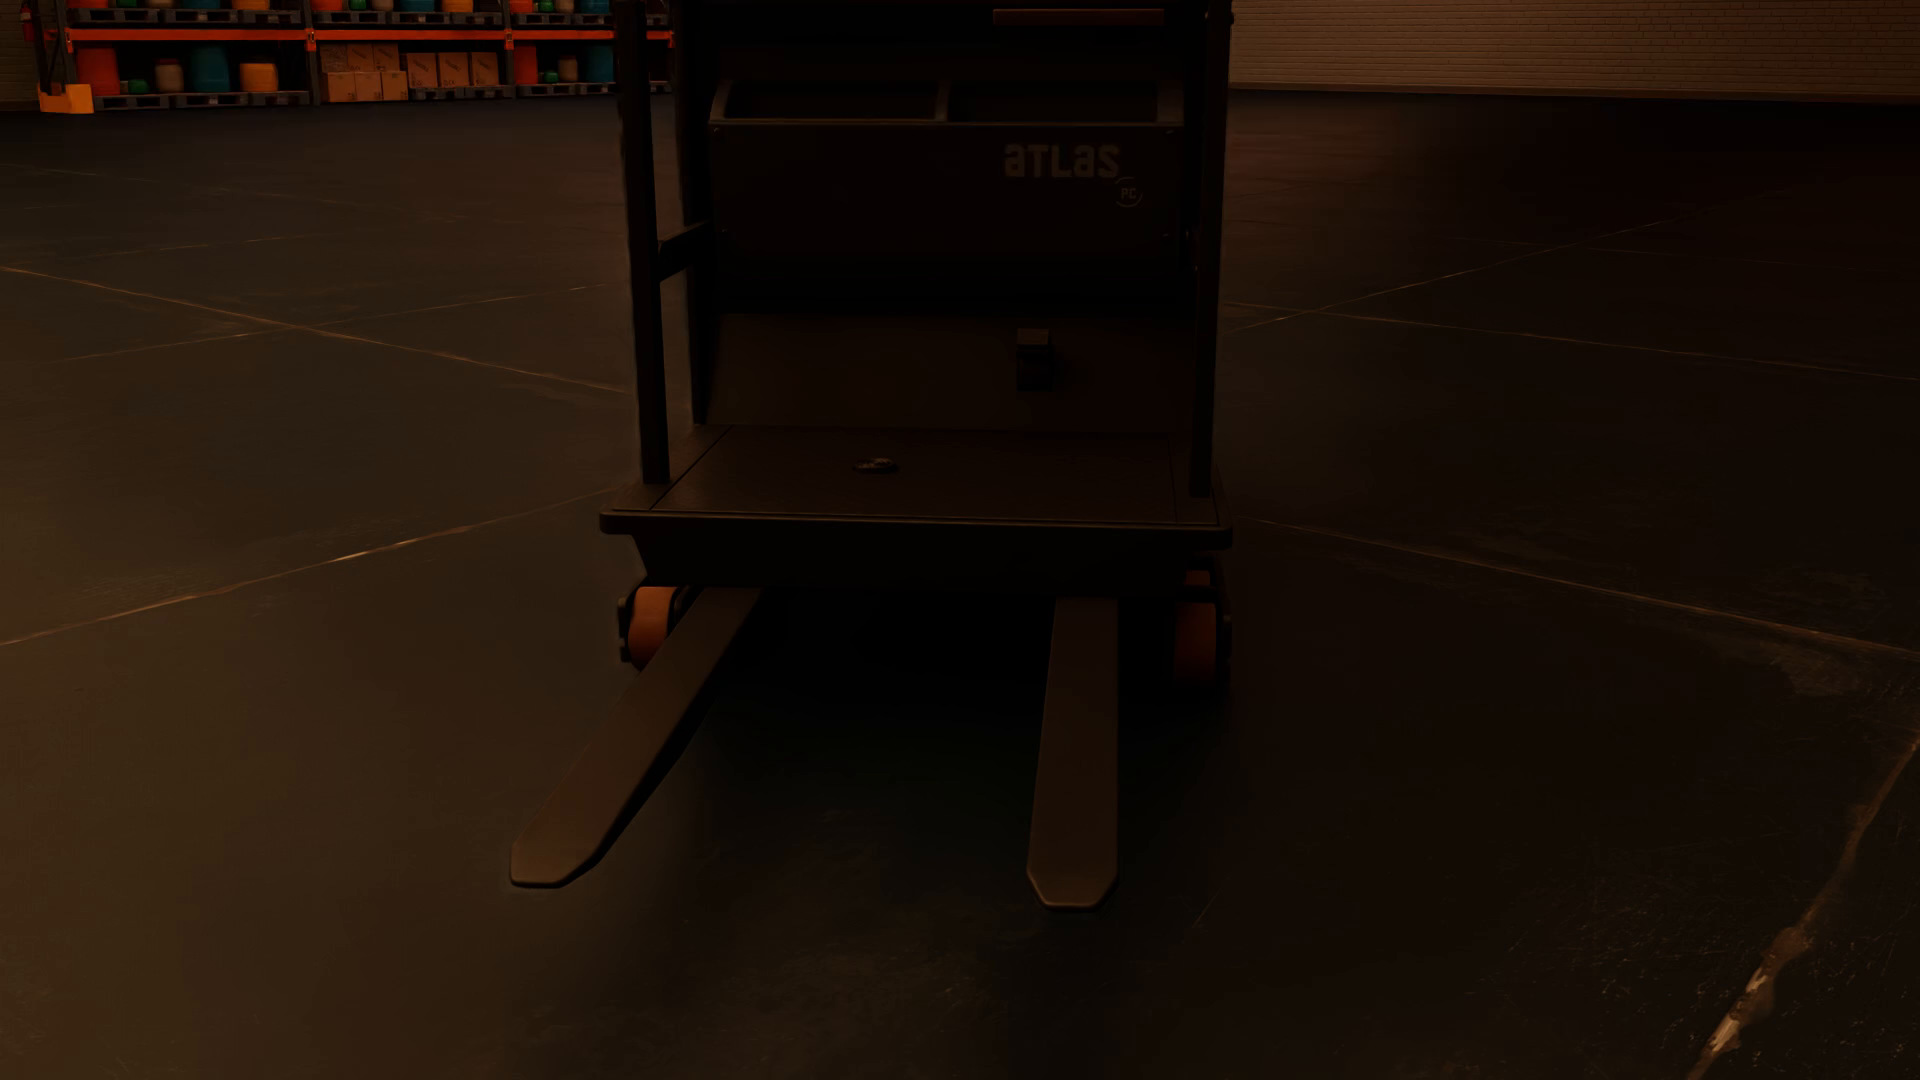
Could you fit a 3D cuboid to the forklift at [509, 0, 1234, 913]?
[{"bbox_3d":[-0.043,-1.229,2.946,1.130,2.935,3.031,2,17,5],"label":"forklift"}]
